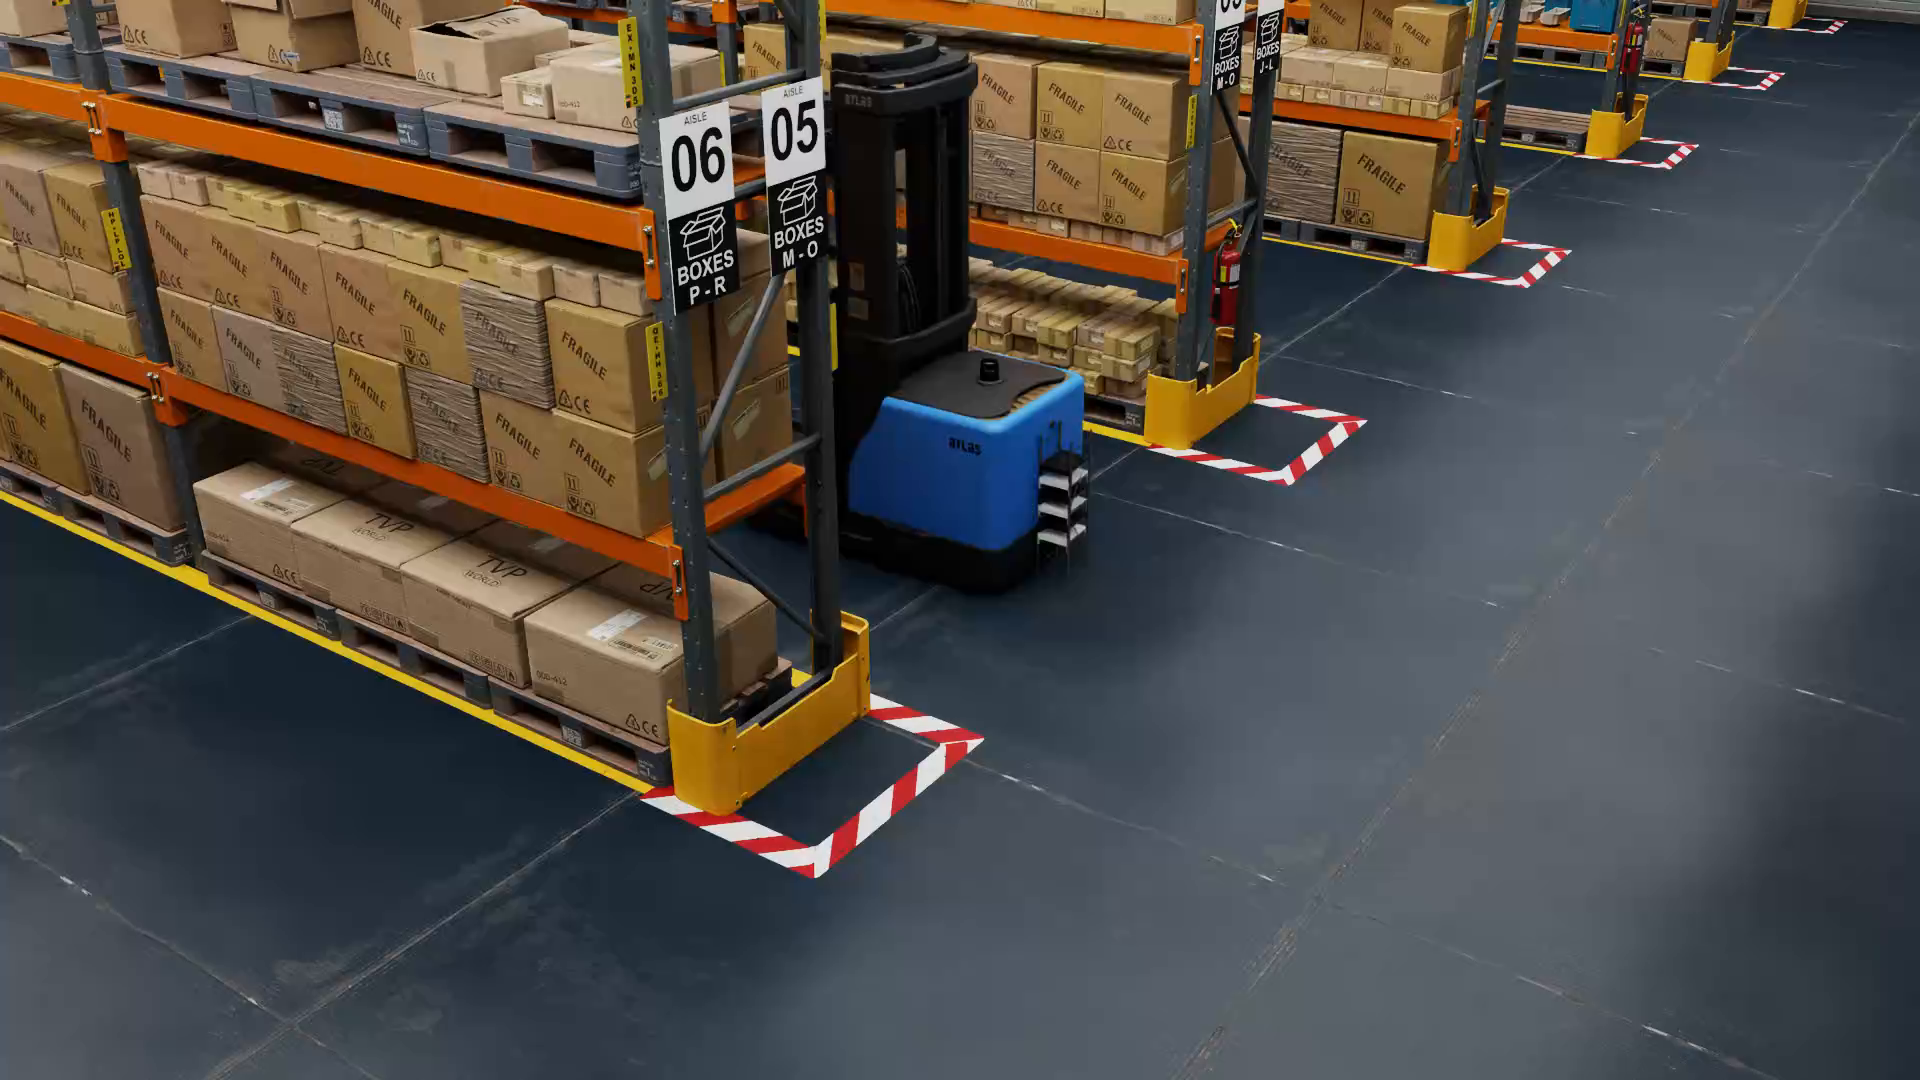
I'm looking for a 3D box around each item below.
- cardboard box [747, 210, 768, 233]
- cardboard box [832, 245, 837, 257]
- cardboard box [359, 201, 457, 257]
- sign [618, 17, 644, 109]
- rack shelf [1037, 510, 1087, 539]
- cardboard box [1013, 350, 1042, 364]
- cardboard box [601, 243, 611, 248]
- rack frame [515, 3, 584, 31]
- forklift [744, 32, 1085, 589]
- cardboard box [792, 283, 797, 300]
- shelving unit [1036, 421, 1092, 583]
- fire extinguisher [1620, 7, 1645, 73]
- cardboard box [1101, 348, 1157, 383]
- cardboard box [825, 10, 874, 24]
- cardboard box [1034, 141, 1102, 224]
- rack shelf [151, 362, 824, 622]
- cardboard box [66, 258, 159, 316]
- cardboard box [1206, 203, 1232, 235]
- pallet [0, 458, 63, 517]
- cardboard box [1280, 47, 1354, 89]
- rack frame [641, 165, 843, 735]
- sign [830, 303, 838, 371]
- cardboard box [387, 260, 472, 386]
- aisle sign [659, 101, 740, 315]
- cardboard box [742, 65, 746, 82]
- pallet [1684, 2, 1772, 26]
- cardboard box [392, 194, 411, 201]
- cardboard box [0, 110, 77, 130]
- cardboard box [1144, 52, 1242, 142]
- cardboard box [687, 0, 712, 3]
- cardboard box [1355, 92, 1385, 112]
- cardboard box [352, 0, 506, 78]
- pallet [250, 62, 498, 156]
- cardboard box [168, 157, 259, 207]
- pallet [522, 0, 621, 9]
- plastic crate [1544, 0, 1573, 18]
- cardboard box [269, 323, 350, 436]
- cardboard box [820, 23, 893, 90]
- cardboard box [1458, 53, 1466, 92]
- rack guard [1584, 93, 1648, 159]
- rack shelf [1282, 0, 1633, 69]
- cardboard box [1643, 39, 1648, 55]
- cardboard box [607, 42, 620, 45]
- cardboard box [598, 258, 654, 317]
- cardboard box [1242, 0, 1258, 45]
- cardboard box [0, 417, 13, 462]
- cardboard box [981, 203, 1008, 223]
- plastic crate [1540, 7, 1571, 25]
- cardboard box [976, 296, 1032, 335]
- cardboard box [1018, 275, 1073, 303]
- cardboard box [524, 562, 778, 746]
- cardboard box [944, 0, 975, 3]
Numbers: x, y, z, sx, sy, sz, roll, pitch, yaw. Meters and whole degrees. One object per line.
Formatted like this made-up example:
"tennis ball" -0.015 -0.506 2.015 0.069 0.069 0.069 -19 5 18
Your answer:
"cardboard box" -1.962 -2.575 14.296 0.500 0.500 0.500 19 32 32
"cardboard box" -0.829 -2.350 13.585 0.250 0.149 0.380 18 32 31
"cardboard box" -2.623 -1.487 7.938 0.250 0.149 0.380 18 32 32
"sign" -1.243 -1.806 6.296 0.005 0.325 0.100 17 32 30
"rack shelf" 0.605 -0.109 9.744 0.200 0.077 0.258 17 31 29
"cardboard box" 0.593 -1.346 12.269 0.250 0.149 0.380 18 32 31
"cardboard box" -1.466 -1.434 7.832 0.250 0.149 0.380 18 32 32
"rack frame" -5.205 -7.096 20.886 0.127 3.000 1.000 17 32 30
"forklift" -0.759 -1.523 10.012 3.031 2.935 1.130 17 31 29
"cardboard box" -1.126 -2.018 13.261 0.250 0.149 0.380 18 32 31
"shelving unit" 0.605 -0.219 9.688 0.210 0.900 0.258 17 31 29
"fire extinguisher" 7.357 -5.457 18.162 0.183 0.674 0.296 17 32 30
"cardboard box" 1.198 -1.264 11.779 0.250 0.149 0.380 16 31 29
"cardboard box" -0.962 -3.816 12.901 0.500 0.500 0.500 16 31 29
"cardboard box" 0.857 -2.516 11.449 0.500 0.500 0.500 17 31 30
"rack shelf" -2.573 -0.502 8.723 4.000 0.370 1.077 17 32 30
"cardboard box" -4.723 -1.515 9.534 0.500 0.250 0.500 17 32 30
"cardboard box" 1.713 -2.280 11.699 0.250 0.149 0.380 17 32 30
"pallet" -5.910 -0.577 11.151 1.213 0.211 1.003 17 32 30
"cardboard box" 3.299 -4.366 15.360 0.500 0.250 0.500 16 31 29
"rack frame" -0.925 -0.309 7.551 0.127 3.000 1.000 17 32 30
"sign" -0.606 -0.936 7.741 0.005 0.325 0.100 17 32 30
"cardboard box" -2.310 -1.086 7.864 0.500 0.500 0.500 17 32 30
"aisle sign" -1.041 -1.334 6.697 0.004 0.787 0.394 17 32 30
"cardboard box" -1.567 -3.827 13.620 0.250 0.149 0.380 19 33 33
"pallet" 12.396 -8.503 26.726 1.213 0.211 1.003 17 32 30
"cardboard box" -2.770 -1.804 8.559 0.250 0.149 0.380 17 31 29
"cardboard box" -5.699 -2.428 10.500 0.500 0.500 0.500 17 31 30
"cardboard box" 1.575 -3.023 11.343 0.500 0.500 0.500 17 32 30
"cardboard box" -2.893 -6.530 19.201 0.500 0.500 0.700 23 35 37
"cardboard box" 3.783 -4.002 15.084 0.250 0.149 0.380 17 32 30
"cardboard box" -2.502 -2.496 7.857 0.500 0.500 0.500 18 32 31
"pallet" -2.552 -2.106 7.872 1.213 0.211 1.003 17 32 30
"cardboard box" -3.888 -1.878 8.705 0.250 0.149 0.380 18 32 31
"pallet" -4.658 -6.760 20.437 1.213 0.211 1.003 17 32 30
"plastic crate" 6.930 -6.174 19.192 0.300 0.233 0.416 17 32 30
"cardboard box" -3.165 -0.902 8.605 0.500 0.500 0.500 18 32 31
"cardboard box" -0.833 -3.501 12.283 0.500 0.500 0.500 16 31 29
"cardboard box" 4.443 -4.304 15.238 0.500 0.250 0.500 16 31 29
"rack guard" 7.517 -4.751 19.034 0.348 0.500 1.175 17 32 30
"rack shelf" 5.842 -6.059 19.642 4.000 0.370 1.077 17 32 30
"cardboard box" 9.427 -6.835 23.013 0.250 0.166 0.380 17 32 30
"cardboard box" -2.858 -4.226 14.405 0.250 0.149 0.380 18 32 32
"cardboard box" -1.334 -1.106 7.188 0.250 0.149 0.380 18 32 31
"cardboard box" 2.472 -4.962 15.703 0.500 0.500 0.500 16 31 29
"cardboard box" -6.264 -1.165 11.111 0.875 0.875 0.875 18 32 31
"cardboard box" 0.354 -2.416 11.967 0.250 0.149 0.380 16 31 28
"plastic crate" 6.715 -5.917 18.794 0.243 0.136 0.396 17 32 30
"cardboard box" 0.324 -1.652 12.214 0.250 0.149 0.380 19 32 32
"cardboard box" 0.650 -1.875 12.652 0.250 0.149 0.380 19 32 32
"cardboard box" -1.525 0.513 8.296 0.875 0.438 0.875 16 31 29
"cardboard box" -0.006 -3.864 11.393 0.500 0.250 0.500 19 33 33
